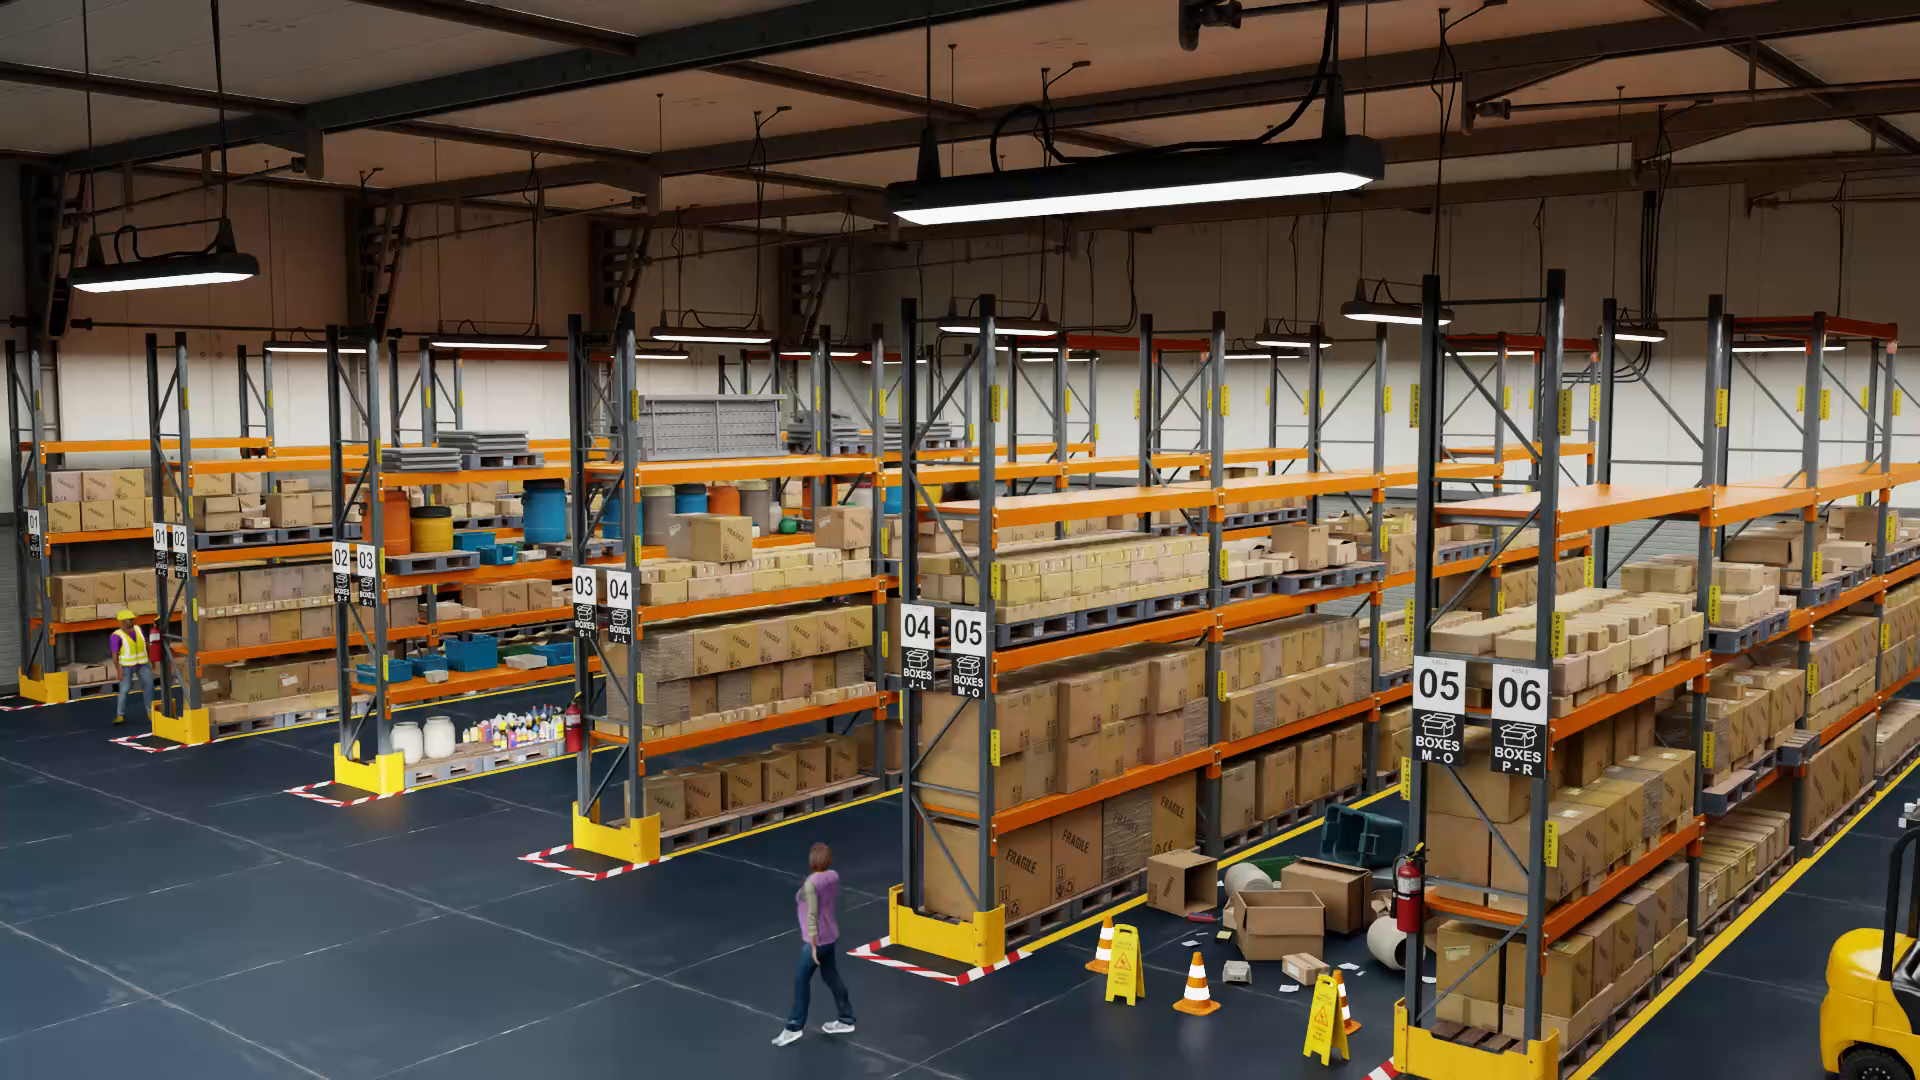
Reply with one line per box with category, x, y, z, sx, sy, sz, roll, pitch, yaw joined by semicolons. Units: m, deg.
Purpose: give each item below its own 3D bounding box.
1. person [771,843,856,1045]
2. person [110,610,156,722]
person;-1.168;3.198;13.224;0.668;1.631;0.517;0;5;-1
person;-12.852;1.976;25.882;0.505;1.801;0.687;4;7;41
